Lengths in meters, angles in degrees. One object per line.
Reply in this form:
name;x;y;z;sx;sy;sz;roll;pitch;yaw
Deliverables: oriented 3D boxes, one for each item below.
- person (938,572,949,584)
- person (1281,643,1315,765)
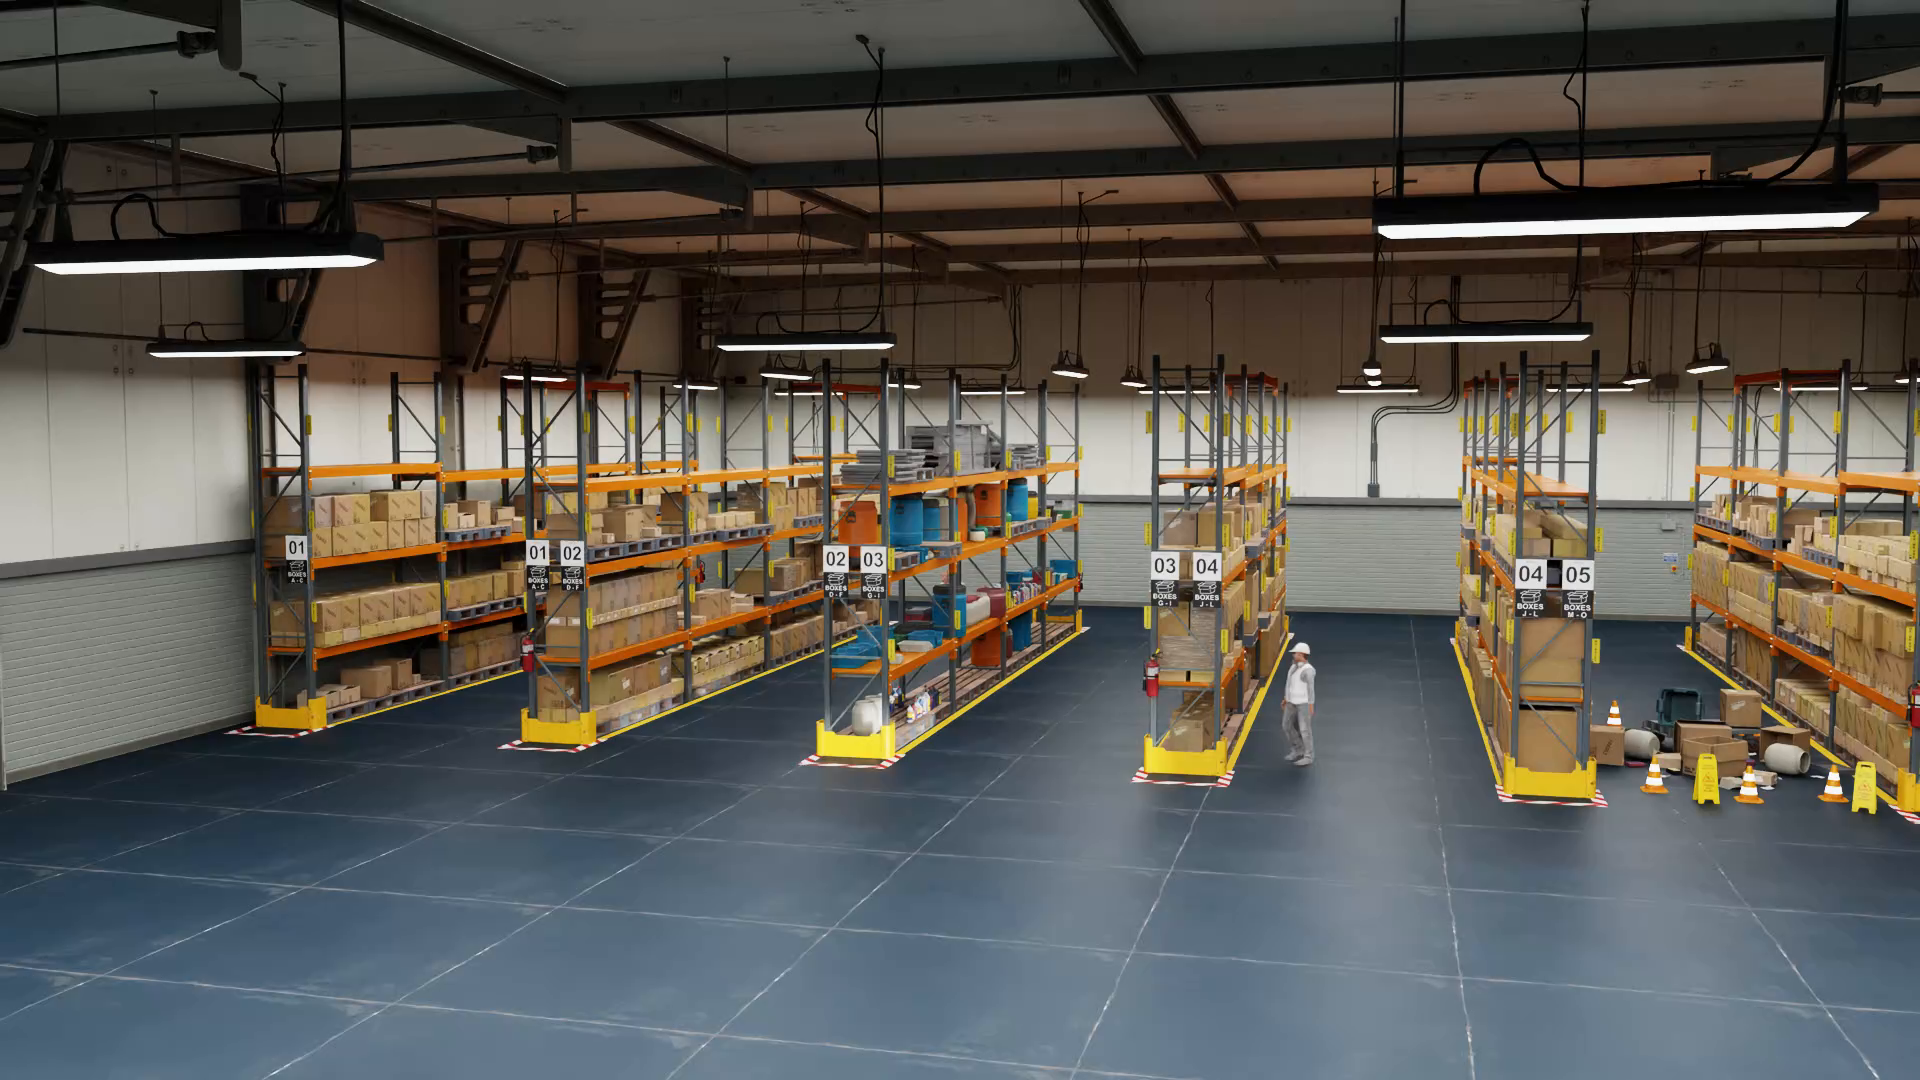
person;-0.361;1.584;36.719;0.693;1.764;0.911;3;5;36
person;5.023;2.405;24.632;0.366;1.775;0.544;-2;4;-25
